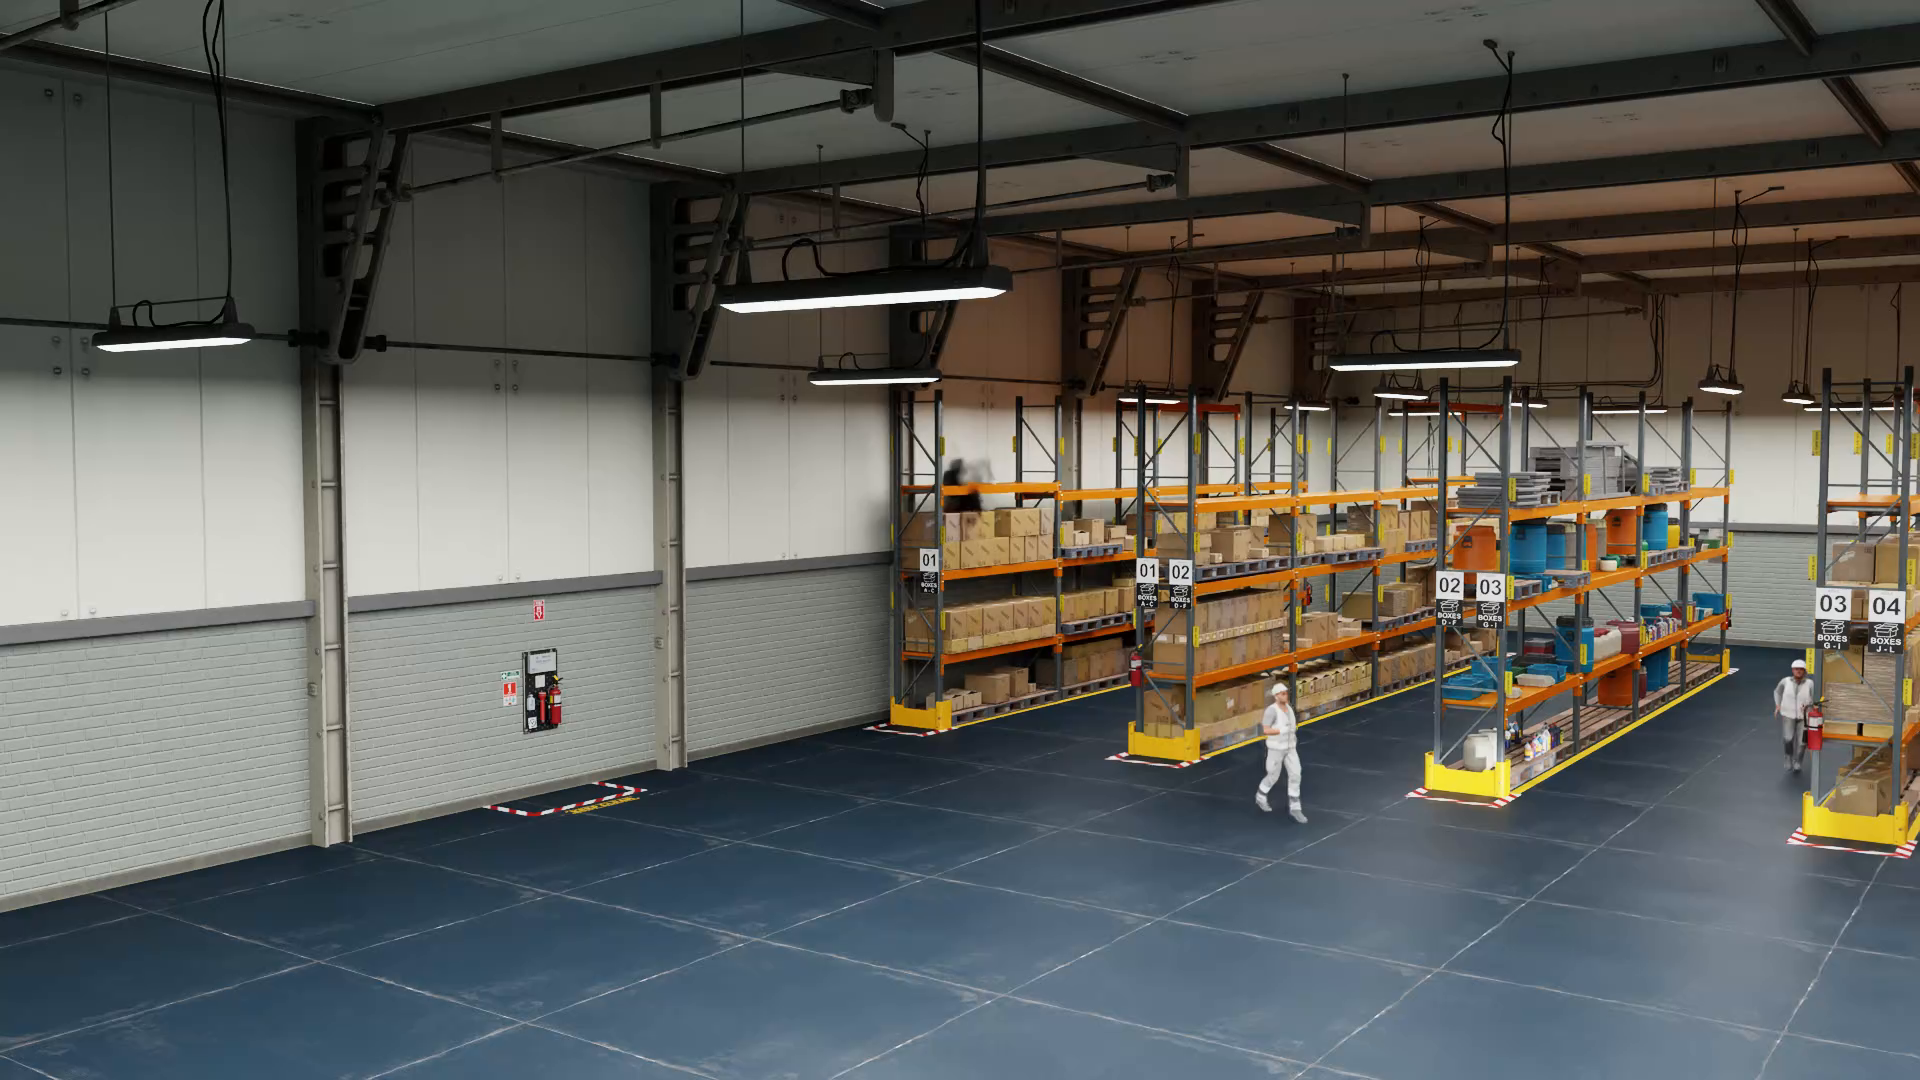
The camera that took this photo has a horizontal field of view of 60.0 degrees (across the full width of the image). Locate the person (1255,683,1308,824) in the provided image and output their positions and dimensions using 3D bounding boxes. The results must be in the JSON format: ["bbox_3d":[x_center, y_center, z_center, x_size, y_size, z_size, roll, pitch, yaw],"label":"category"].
[{"bbox_3d":[4.296,2.833,22.327,0.644,1.828,0.857,-2,4,-31],"label":"person"}]

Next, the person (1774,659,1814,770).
[{"bbox_3d":[12.782,2.687,25.425,0.630,1.728,0.733,2,4,27],"label":"person"}]
